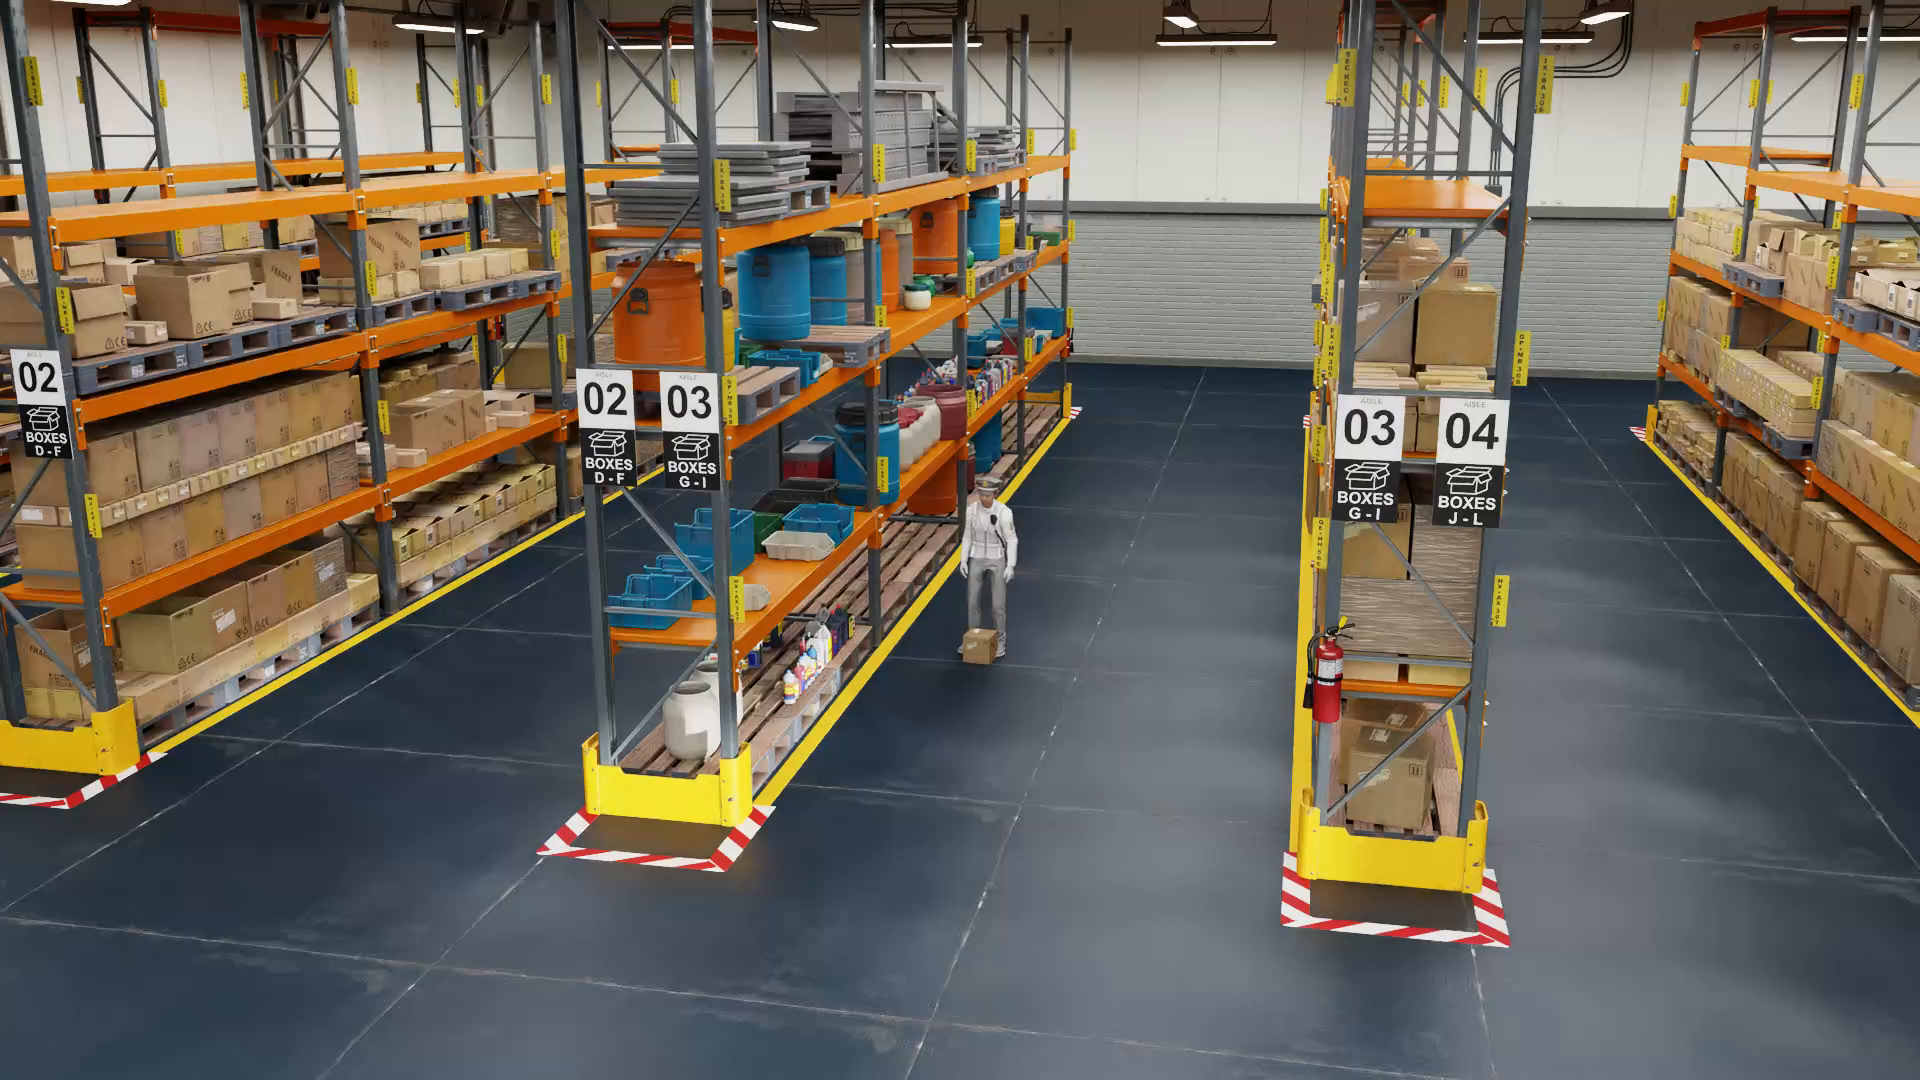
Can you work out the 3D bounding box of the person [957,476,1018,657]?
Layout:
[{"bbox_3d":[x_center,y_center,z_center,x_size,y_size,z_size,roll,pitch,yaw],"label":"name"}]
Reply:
[{"bbox_3d":[0.256,0.225,15.151,0.529,1.663,0.375,5,16,19],"label":"person"}]
